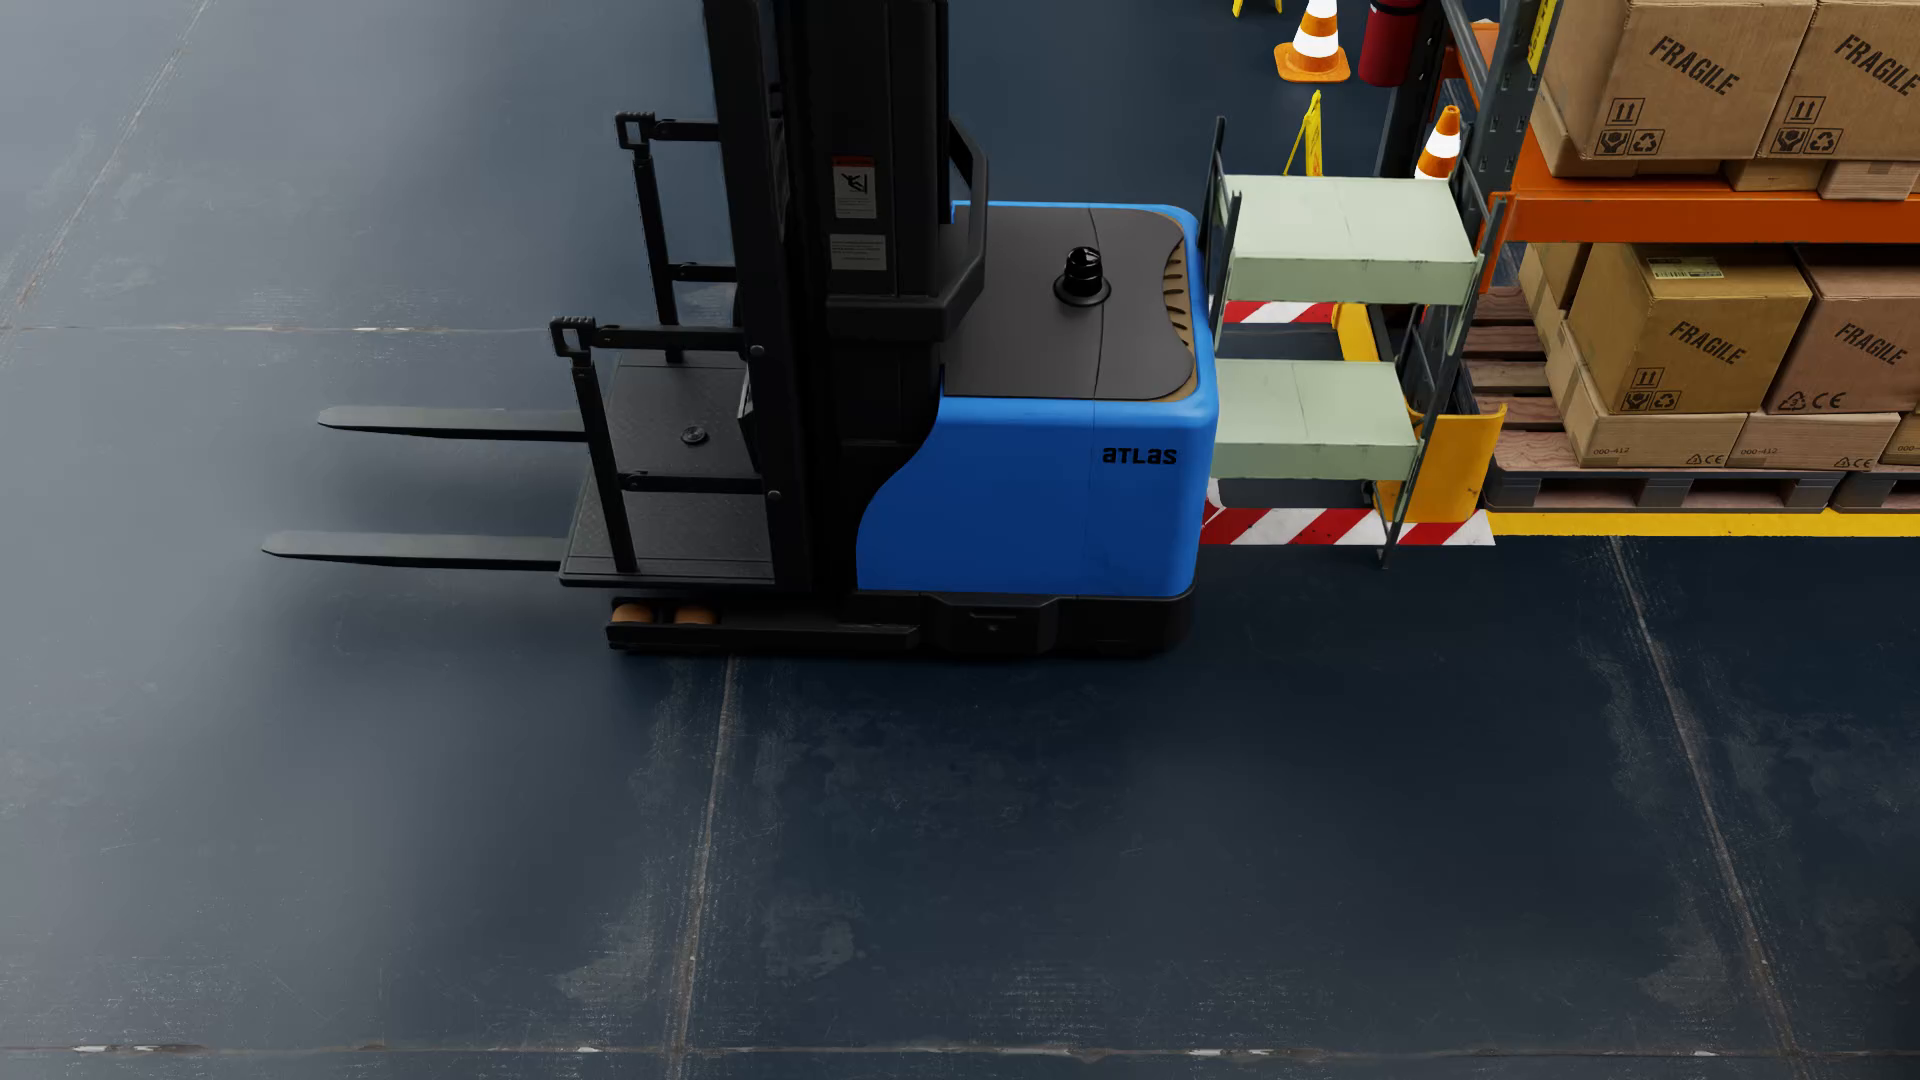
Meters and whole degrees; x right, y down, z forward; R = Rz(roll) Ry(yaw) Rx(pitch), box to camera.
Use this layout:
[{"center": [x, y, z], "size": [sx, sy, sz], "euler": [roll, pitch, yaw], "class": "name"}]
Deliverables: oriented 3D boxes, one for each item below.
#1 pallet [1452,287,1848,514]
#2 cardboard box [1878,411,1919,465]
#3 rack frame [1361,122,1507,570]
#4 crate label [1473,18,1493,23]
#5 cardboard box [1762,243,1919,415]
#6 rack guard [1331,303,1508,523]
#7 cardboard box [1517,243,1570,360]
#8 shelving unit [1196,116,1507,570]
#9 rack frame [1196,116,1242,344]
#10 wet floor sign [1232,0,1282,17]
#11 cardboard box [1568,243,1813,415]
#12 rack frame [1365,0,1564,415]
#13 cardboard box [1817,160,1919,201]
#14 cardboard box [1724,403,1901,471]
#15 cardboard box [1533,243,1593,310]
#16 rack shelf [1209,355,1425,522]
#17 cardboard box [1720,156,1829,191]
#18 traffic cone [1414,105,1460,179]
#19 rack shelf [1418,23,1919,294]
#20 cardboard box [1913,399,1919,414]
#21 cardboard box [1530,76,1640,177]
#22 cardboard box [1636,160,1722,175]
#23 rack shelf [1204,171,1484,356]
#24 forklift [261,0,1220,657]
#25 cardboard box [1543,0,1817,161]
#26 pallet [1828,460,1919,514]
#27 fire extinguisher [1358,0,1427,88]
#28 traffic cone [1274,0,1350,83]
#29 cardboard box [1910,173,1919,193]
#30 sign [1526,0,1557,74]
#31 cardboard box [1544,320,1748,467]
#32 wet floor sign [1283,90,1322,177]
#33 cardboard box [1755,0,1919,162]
[{"center": [2.447, -0.532, 6.101], "size": [1.213, 0.211, 1.003], "euler": [0, 47, 0], "class": "pallet"}, {"center": [3.421, -0.513, 5.770], "size": [0.500, 0.250, 0.500], "euler": [3, 47, 3], "class": "cardboard box"}, {"center": [1.466, -0.558, 5.250], "size": [0.023, 1.500, 0.400], "euler": [1, 47, -2], "class": "rack frame"}, {"center": [2.444, -2.335, 7.830], "size": [0.298, 0.136, 0.250], "euler": [-23, 51, -20], "class": "crate label"}, {"center": [2.911, -0.770, 5.497], "size": [0.500, 0.500, 0.500], "euler": [-1, 47, -1], "class": "cardboard box"}, {"center": [1.635, -0.659, 6.022], "size": [0.348, 0.500, 1.175], "euler": [0, 47, 0], "class": "rack guard"}, {"center": [2.392, -0.911, 6.141], "size": [0.500, 0.250, 0.500], "euler": [0, 47, 0], "class": "cardboard box"}, {"center": [1.101, -0.563, 5.238], "size": [0.755, 1.500, 0.431], "euler": [1, 47, -2], "class": "shelving unit"}, {"center": [0.735, -0.569, 5.227], "size": [0.023, 1.500, 0.400], "euler": [1, 47, -2], "class": "rack frame"}, {"center": [1.440, -2.883, 7.992], "size": [0.232, 0.644, 0.267], "euler": [-7, 47, -7], "class": "wet floor sign"}, {"center": [2.388, -0.768, 5.495], "size": [0.500, 0.500, 0.500], "euler": [-1, 47, -1], "class": "cardboard box"}, {"center": [1.559, -1.511, 5.107], "size": [0.127, 3.000, 1.000], "euler": [0, 47, 0], "class": "rack frame"}, {"center": [2.669, -1.188, 4.978], "size": [0.250, 0.149, 0.380], "euler": [1, 47, 1], "class": "cardboard box"}, {"center": [2.875, -0.505, 5.763], "size": [0.500, 0.250, 0.500], "euler": [2, 47, 2], "class": "cardboard box"}, {"center": [2.361, -1.161, 5.861], "size": [0.500, 0.500, 0.500], "euler": [0, 47, 0], "class": "cardboard box"}, {"center": [1.090, -0.340, 5.475], "size": [0.720, 0.370, 0.431], "euler": [1, 47, -2], "class": "rack shelf"}, {"center": [2.415, -1.222, 5.010], "size": [0.250, 0.149, 0.380], "euler": [-1, 47, -1], "class": "cardboard box"}, {"center": [1.994, -1.589, 6.913], "size": [0.334, 0.463, 0.336], "euler": [0, 47, 0], "class": "traffic cone"}, {"center": [3.559, -1.260, 5.365], "size": [4.000, 0.370, 1.077], "euler": [0, 47, 0], "class": "rack shelf"}, {"center": [3.413, -0.762, 5.490], "size": [0.500, 0.500, 0.500], "euler": [1, 47, 1], "class": "cardboard box"}, {"center": [1.898, -1.272, 5.057], "size": [0.250, 0.149, 0.380], "euler": [0, 47, 0], "class": "cardboard box"}, {"center": [2.150, -1.282, 5.066], "size": [0.250, 0.149, 0.380], "euler": [1, 47, 1], "class": "cardboard box"}, {"center": [1.113, -0.831, 4.955], "size": [0.720, 0.370, 0.431], "euler": [1, 47, -2], "class": "rack shelf"}, {"center": [-0.753, -1.018, 4.696], "size": [3.031, 2.935, 1.130], "euler": [1, 47, 1], "class": "forklift"}, {"center": [2.032, -1.442, 4.771], "size": [0.500, 0.500, 0.500], "euler": [0, 47, 0], "class": "cardboard box"}, {"center": [3.664, -0.527, 6.096], "size": [1.213, 0.211, 1.003], "euler": [0, 47, 0], "class": "pallet"}, {"center": [1.446, -1.822, 5.449], "size": [0.183, 0.674, 0.296], "euler": [0, 47, 0], "class": "fire extinguisher"}, {"center": [1.658, -2.403, 7.670], "size": [0.334, 0.463, 0.336], "euler": [0, 47, 0], "class": "traffic cone"}, {"center": [2.928, -1.212, 5.000], "size": [0.250, 0.149, 0.380], "euler": [1, 47, 1], "class": "cardboard box"}, {"center": [1.557, -1.408, 4.420], "size": [0.005, 0.325, 0.100], "euler": [0, 47, 0], "class": "sign"}, {"center": [2.365, -0.512, 5.769], "size": [0.500, 0.250, 0.500], "euler": [0, 47, 0], "class": "cardboard box"}, {"center": [1.373, -1.492, 6.698], "size": [0.232, 0.644, 0.267], "euler": [15, 49, 14], "class": "wet floor sign"}, {"center": [2.550, -1.443, 4.772], "size": [0.500, 0.500, 0.500], "euler": [1, 47, 1], "class": "cardboard box"}]
